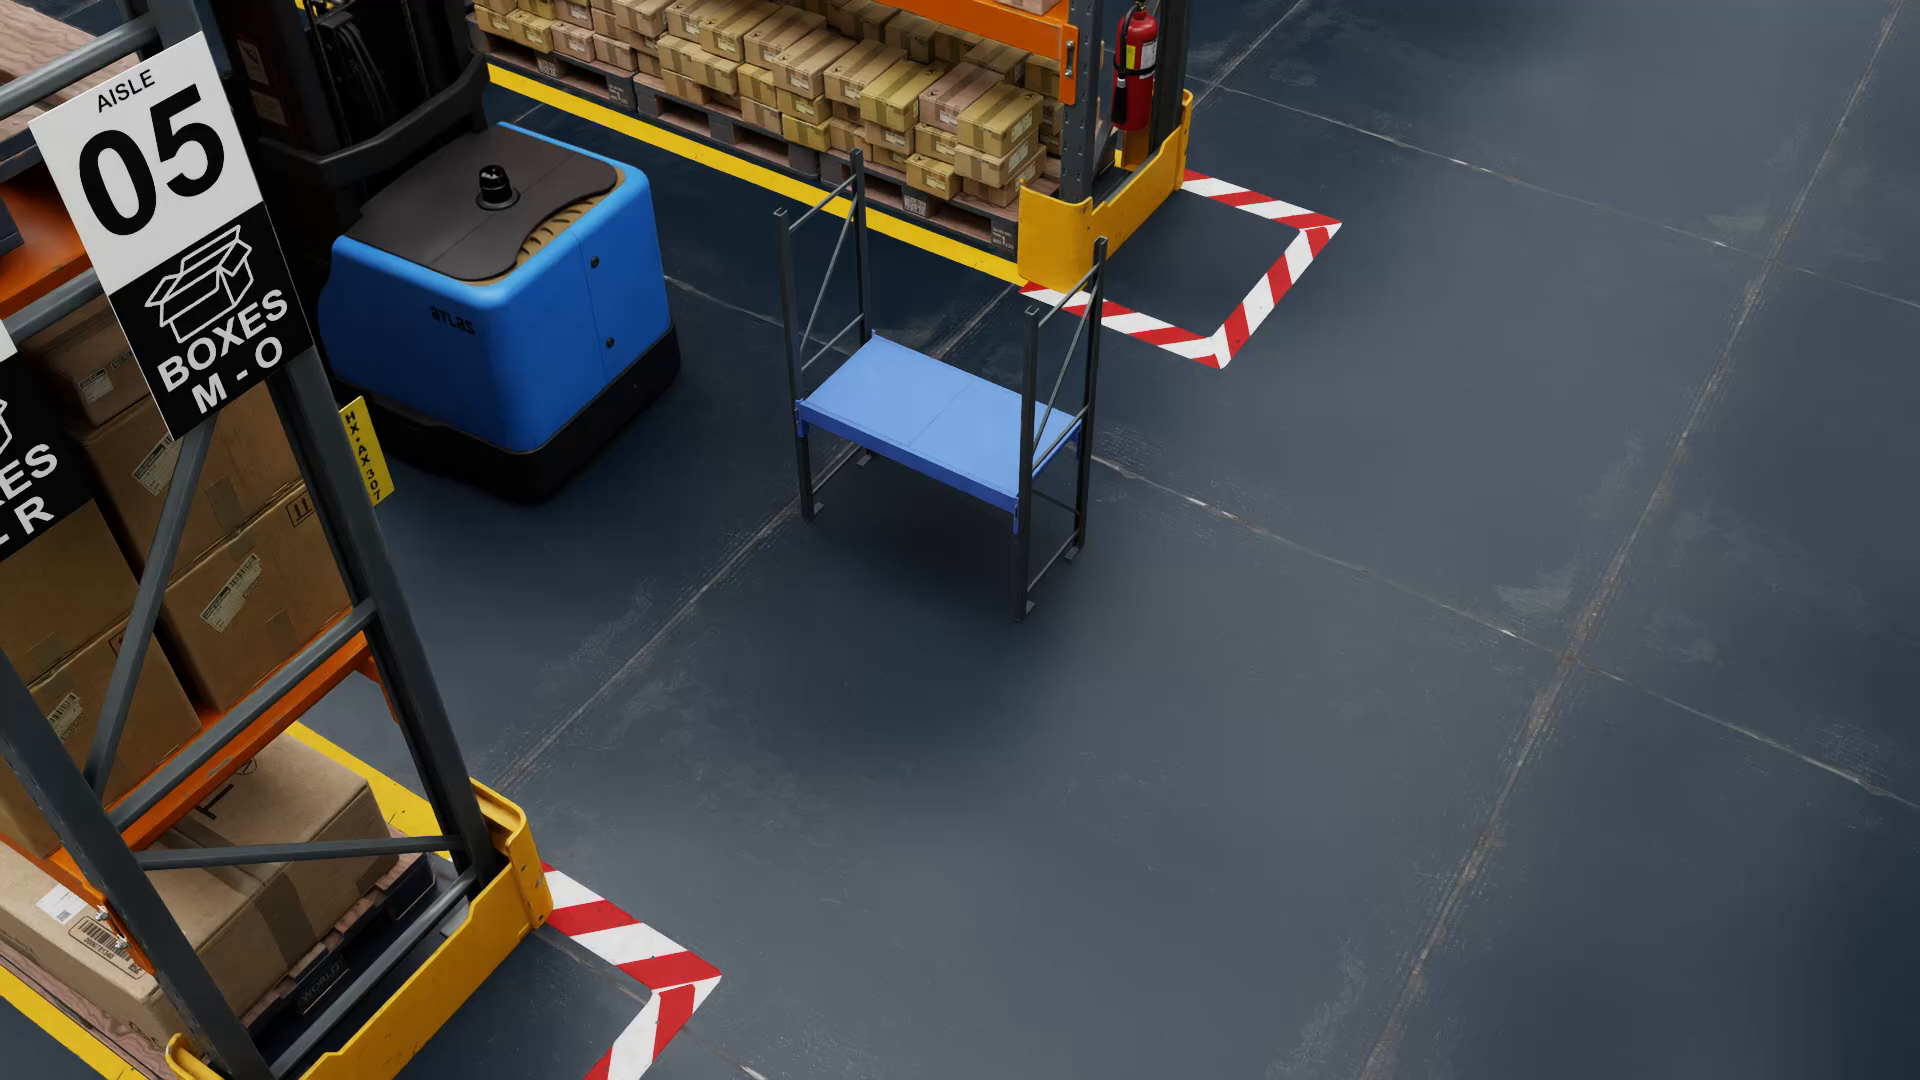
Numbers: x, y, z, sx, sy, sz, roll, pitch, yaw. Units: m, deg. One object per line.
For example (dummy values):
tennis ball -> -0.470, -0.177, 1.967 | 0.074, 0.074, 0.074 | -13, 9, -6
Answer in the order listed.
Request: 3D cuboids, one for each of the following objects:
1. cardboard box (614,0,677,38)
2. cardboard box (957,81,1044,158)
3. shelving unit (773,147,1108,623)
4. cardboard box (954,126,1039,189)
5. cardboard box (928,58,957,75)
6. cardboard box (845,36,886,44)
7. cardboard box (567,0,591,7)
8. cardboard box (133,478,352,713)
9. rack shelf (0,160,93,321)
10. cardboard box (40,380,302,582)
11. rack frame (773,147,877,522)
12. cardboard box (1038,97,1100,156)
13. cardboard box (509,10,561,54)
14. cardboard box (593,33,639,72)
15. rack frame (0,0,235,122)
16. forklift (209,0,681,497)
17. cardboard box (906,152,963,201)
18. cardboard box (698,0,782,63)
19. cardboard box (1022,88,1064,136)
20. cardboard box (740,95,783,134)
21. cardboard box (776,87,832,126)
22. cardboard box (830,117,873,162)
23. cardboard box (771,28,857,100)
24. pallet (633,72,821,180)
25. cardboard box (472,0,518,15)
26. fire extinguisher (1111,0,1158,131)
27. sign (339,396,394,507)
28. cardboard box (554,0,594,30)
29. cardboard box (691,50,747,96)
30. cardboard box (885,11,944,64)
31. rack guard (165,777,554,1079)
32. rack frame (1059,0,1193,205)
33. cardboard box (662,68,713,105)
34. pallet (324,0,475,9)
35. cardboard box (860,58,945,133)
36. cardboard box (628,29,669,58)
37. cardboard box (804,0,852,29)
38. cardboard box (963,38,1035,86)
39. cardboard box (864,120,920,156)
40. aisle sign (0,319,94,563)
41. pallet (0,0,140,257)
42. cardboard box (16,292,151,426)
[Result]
cardboard box -> -1.574, -2.786, 8.645 | 0.250, 0.149, 0.380 | 26, 51, 23
cardboard box -> 0.191, -1.993, 7.875 | 0.250, 0.149, 0.380 | 25, 51, 23
shelving unit -> -0.072, -0.556, 6.244 | 1.048, 1.500, 0.538 | 25, 51, 22
cardboard box -> 0.175, -1.869, 7.963 | 0.250, 0.149, 0.380 | 23, 50, 21
cardboard box -> 0.017, -2.377, 8.455 | 0.250, 0.149, 0.380 | 25, 51, 23
cardboard box -> -0.415, -2.587, 8.660 | 0.250, 0.149, 0.380 | 22, 50, 20
cardboard box -> -1.976, -3.021, 8.874 | 0.250, 0.149, 0.380 | 24, 50, 22
cardboard box -> -2.063, 0.053, 4.538 | 0.500, 0.500, 0.500 | 24, 51, 22
rack shelf -> -3.497, -1.122, 4.159 | 4.000, 0.370, 1.077 | 25, 51, 22
cardboard box -> -2.064, -0.295, 4.178 | 0.500, 0.500, 0.500 | 24, 50, 21
rack frame -> -0.500, -0.753, 6.435 | 0.032, 1.500, 0.500 | 25, 51, 22
cardboard box -> 0.505, -2.130, 8.423 | 0.250, 0.149, 0.380 | 26, 51, 23
cardboard box -> -2.236, -2.844, 9.117 | 0.250, 0.149, 0.380 | 26, 51, 23
cardboard box -> -1.758, -2.711, 8.988 | 0.250, 0.149, 0.380 | 24, 50, 21
rack frame -> -1.814, -1.644, 2.073 | 0.127, 3.000, 1.000 | 25, 51, 22
forklift -> -2.779, -1.983, 6.633 | 3.031, 2.935, 1.130 | 22, 50, 20
cardboard box -> -0.053, -1.850, 8.151 | 0.250, 0.149, 0.380 | 26, 51, 23
cardboard box -> -1.114, -2.611, 8.476 | 0.250, 0.149, 0.380 | 25, 51, 22
cardboard box -> 0.471, -2.195, 8.279 | 0.250, 0.149, 0.380 | 27, 52, 24
cardboard box -> -0.912, -2.271, 8.560 | 0.250, 0.149, 0.380 | 26, 51, 23
cardboard box -> -0.706, -2.262, 8.344 | 0.250, 0.149, 0.380 | 25, 51, 23
cardboard box -> -0.444, -2.092, 8.386 | 0.250, 0.149, 0.380 | 25, 51, 22
cardboard box -> -0.716, -2.357, 8.229 | 0.250, 0.149, 0.380 | 27, 51, 23
pallet -> -0.978, -2.447, 8.981 | 1.213, 0.211, 1.003 | 25, 51, 22
cardboard box -> -2.461, -3.052, 9.112 | 0.250, 0.149, 0.380 | 27, 52, 24
fire extinguisher -> 0.736, -2.048, 6.962 | 0.183, 0.674, 0.296 | 25, 51, 22
sign -> -1.509, -0.215, 4.209 | 0.005, 0.325, 0.100 | 25, 51, 22
cardboard box -> -1.975, -2.936, 8.999 | 0.250, 0.149, 0.380 | 24, 51, 22
cardboard box -> -1.158, -2.463, 8.539 | 0.250, 0.149, 0.380 | 25, 51, 22
cardboard box -> -0.177, -2.604, 8.469 | 0.250, 0.149, 0.380 | 22, 50, 20
rack guard -> -1.793, 1.327, 5.112 | 0.348, 0.500, 1.175 | 25, 51, 22
rack frame -> 0.774, -2.581, 7.166 | 0.127, 3.000, 1.000 | 25, 51, 22
cardboard box -> -1.346, -2.470, 8.753 | 0.250, 0.149, 0.380 | 23, 50, 21
pallet -> -3.249, -3.458, 9.963 | 1.213, 0.211, 1.003 | 25, 51, 22
cardboard box -> -0.276, -2.149, 8.026 | 0.250, 0.149, 0.380 | 24, 50, 21
cardboard box -> -1.531, -2.709, 8.779 | 0.250, 0.149, 0.380 | 27, 52, 24
cardboard box -> -0.602, -2.847, 8.705 | 0.250, 0.149, 0.380 | 25, 51, 23
cardboard box -> 0.219, -2.383, 8.254 | 0.250, 0.149, 0.380 | 26, 51, 23
cardboard box -> -0.263, -2.070, 8.157 | 0.250, 0.149, 0.380 | 23, 50, 21
aisle sign -> -1.920, -0.244, 3.083 | 0.004, 0.787, 0.394 | 25, 51, 22
pallet -> -2.444, -0.849, 3.454 | 1.213, 0.211, 1.003 | 25, 51, 22
cardboard box -> -1.963, -0.467, 3.893 | 0.250, 0.149, 0.380 | 26, 51, 23
